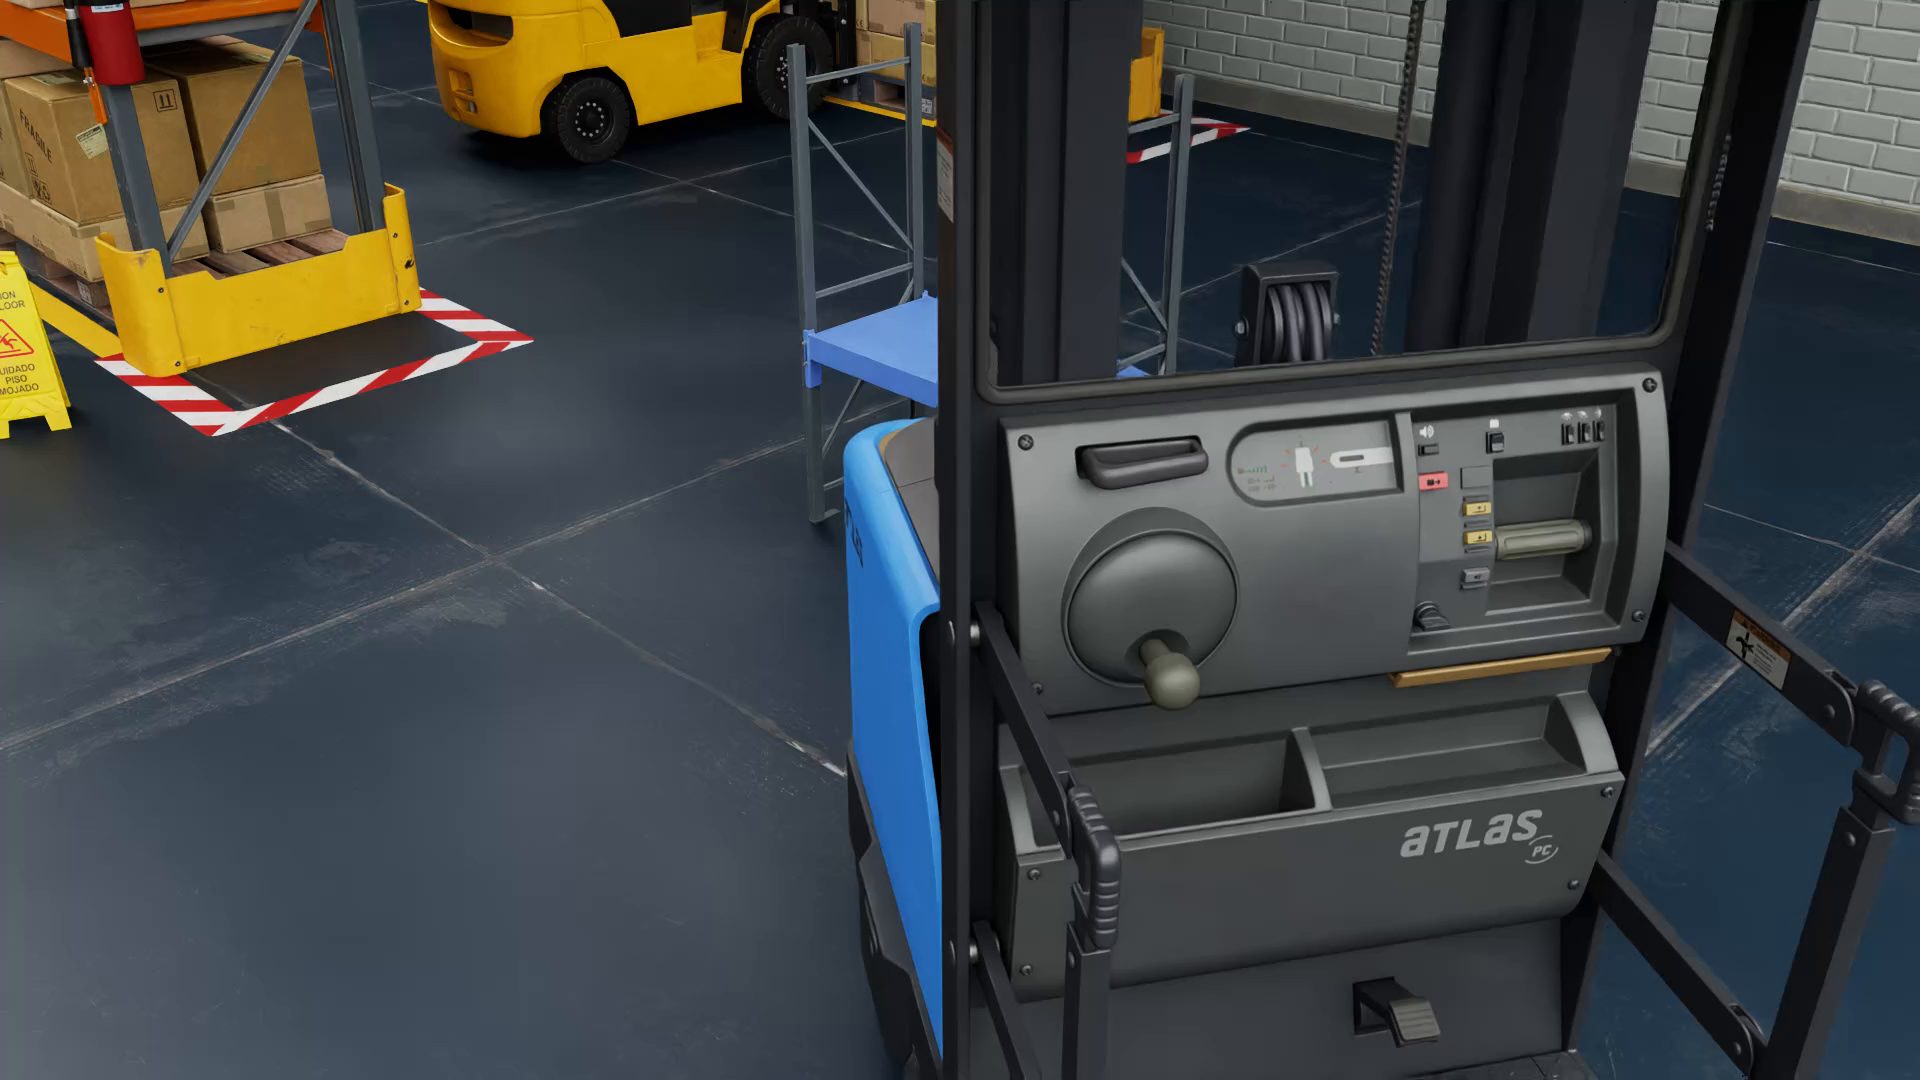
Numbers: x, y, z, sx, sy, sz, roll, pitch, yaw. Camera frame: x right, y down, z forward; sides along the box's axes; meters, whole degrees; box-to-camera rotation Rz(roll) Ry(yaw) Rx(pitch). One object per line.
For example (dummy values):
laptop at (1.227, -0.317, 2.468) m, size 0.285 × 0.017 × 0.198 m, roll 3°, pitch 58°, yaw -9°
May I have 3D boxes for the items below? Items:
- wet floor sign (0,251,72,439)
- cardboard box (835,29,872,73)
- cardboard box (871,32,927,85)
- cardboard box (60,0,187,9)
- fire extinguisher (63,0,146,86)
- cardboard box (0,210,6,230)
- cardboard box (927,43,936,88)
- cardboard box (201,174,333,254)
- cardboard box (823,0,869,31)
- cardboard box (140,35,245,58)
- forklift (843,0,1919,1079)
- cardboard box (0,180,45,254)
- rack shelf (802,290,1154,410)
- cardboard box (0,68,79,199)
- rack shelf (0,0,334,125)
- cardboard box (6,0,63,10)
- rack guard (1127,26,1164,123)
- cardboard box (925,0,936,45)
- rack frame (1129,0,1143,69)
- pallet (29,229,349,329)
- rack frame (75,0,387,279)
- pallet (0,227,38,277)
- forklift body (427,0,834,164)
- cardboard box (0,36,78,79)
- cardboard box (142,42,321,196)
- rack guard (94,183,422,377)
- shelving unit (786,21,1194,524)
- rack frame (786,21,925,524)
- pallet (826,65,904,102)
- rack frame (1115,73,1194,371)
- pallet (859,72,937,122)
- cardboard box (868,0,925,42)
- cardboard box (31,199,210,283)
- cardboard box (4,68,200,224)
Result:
wet floor sign at (-3.385, -0.712, 5.910) m, size 0.267 × 0.644 × 0.232 m, roll -13°, pitch 30°, yaw -22°
cardboard box at (-0.548, -3.168, 10.555) m, size 0.500 × 0.250 × 0.500 m, roll -25°, pitch 37°, yaw -39°
cardboard box at (-0.197, -3.002, 10.239) m, size 0.500 × 0.250 × 0.500 m, roll 25°, pitch 36°, yaw 38°
cardboard box at (-3.187, -2.111, 6.311) m, size 0.380 × 0.149 × 0.250 m, roll -24°, pitch 36°, yaw -38°
fire extinguisher at (-3.012, -1.946, 5.811) m, size 0.183 × 0.674 × 0.296 m, roll 25°, pitch 36°, yaw 38°
cardboard box at (-4.276, -1.655, 7.677) m, size 0.500 × 0.250 × 0.500 m, roll 23°, pitch 35°, yaw 37°
cardboard box at (0.151, -2.836, 9.925) m, size 0.500 × 0.250 × 0.500 m, roll 25°, pitch 37°, yaw 39°
cardboard box at (-3.151, -1.495, 7.372) m, size 0.500 × 0.250 × 0.500 m, roll 24°, pitch 36°, yaw 38°
cardboard box at (-0.592, -3.393, 10.446) m, size 0.500 × 0.250 × 0.500 m, roll 24°, pitch 36°, yaw 37°
cardboard box at (-3.545, -2.003, 7.534) m, size 0.500 × 0.500 × 0.500 m, roll 23°, pitch 35°, yaw 37°
forklift at (0.567, 0.033, 2.038) m, size 1.130 × 2.935 × 3.031 m, roll -6°, pitch 28°, yaw -11°
cardboard box at (-3.899, -1.486, 7.356) m, size 0.500 × 0.250 × 0.500 m, roll 25°, pitch 37°, yaw 39°
rack shelf at (0.061, -0.477, 4.932) m, size 1.000 × 0.185 × 0.538 m, roll 25°, pitch 36°, yaw 38°
cardboard box at (-3.899, -1.815, 7.177) m, size 0.500 × 0.500 × 0.500 m, roll -24°, pitch 36°, yaw -37°
rack shelf at (-4.196, -2.505, 7.564) m, size 4.000 × 0.370 × 1.077 m, roll 25°, pitch 36°, yaw 38°
cardboard box at (-3.445, -2.156, 6.398) m, size 0.250 × 0.149 × 0.380 m, roll 24°, pitch 36°, yaw 38°
rack guard at (0.724, -2.705, 9.857) m, size 0.348 × 0.500 × 1.175 m, roll 25°, pitch 36°, yaw 38°
cardboard box at (0.141, -3.064, 9.821) m, size 0.500 × 0.250 × 0.500 m, roll 24°, pitch 36°, yaw 38°
rack frame at (0.707, -3.819, 9.290) m, size 0.127 × 3.000 × 1.000 m, roll 25°, pitch 36°, yaw 38°
pallet at (-3.379, -1.238, 7.378) m, size 1.213 × 0.211 × 1.003 m, roll 25°, pitch 36°, yaw 38°
rack frame at (-2.770, -2.171, 6.155) m, size 0.127 × 3.000 × 1.000 m, roll 25°, pitch 36°, yaw 38°
pallet at (-4.245, -1.636, 8.135) m, size 1.213 × 0.211 × 1.003 m, roll 25°, pitch 36°, yaw 38°
forklift body at (-1.924, -3.457, 9.513) m, size 1.214 × 2.155 × 2.313 m, roll 25°, pitch 36°, yaw 38°
cardboard box at (-3.833, -2.031, 6.890) m, size 0.380 × 0.149 × 0.250 m, roll -24°, pitch 36°, yaw -38°
cardboard box at (-3.169, -1.834, 7.212) m, size 0.500 × 0.500 × 0.500 m, roll 23°, pitch 36°, yaw 37°
rack guard at (-2.824, -1.089, 6.784) m, size 0.348 × 0.500 × 1.175 m, roll 25°, pitch 36°, yaw 38°
shelving unit at (0.061, -0.636, 4.848) m, size 1.048 × 1.500 × 0.538 m, roll 25°, pitch 36°, yaw 38°
rack frame at (-0.302, -0.802, 5.163) m, size 0.032 × 1.500 × 0.500 m, roll 25°, pitch 36°, yaw 38°
pallet at (-0.733, -3.219, 11.144) m, size 1.213 × 0.211 × 1.003 m, roll 25°, pitch 36°, yaw 38°
rack frame at (0.423, -0.470, 4.533) m, size 0.032 × 1.500 × 0.500 m, roll 25°, pitch 36°, yaw 38°
pallet at (0.133, -2.821, 10.387) m, size 1.213 × 0.211 × 1.003 m, roll 25°, pitch 36°, yaw 38°
cardboard box at (-0.209, -3.232, 10.139) m, size 0.500 × 0.250 × 0.500 m, roll 24°, pitch 36°, yaw 38°
cardboard box at (-3.552, -1.322, 7.044) m, size 0.500 × 0.250 × 0.500 m, roll 24°, pitch 36°, yaw 38°
cardboard box at (-3.524, -1.646, 6.855) m, size 0.500 × 0.500 × 0.500 m, roll 25°, pitch 37°, yaw 39°
